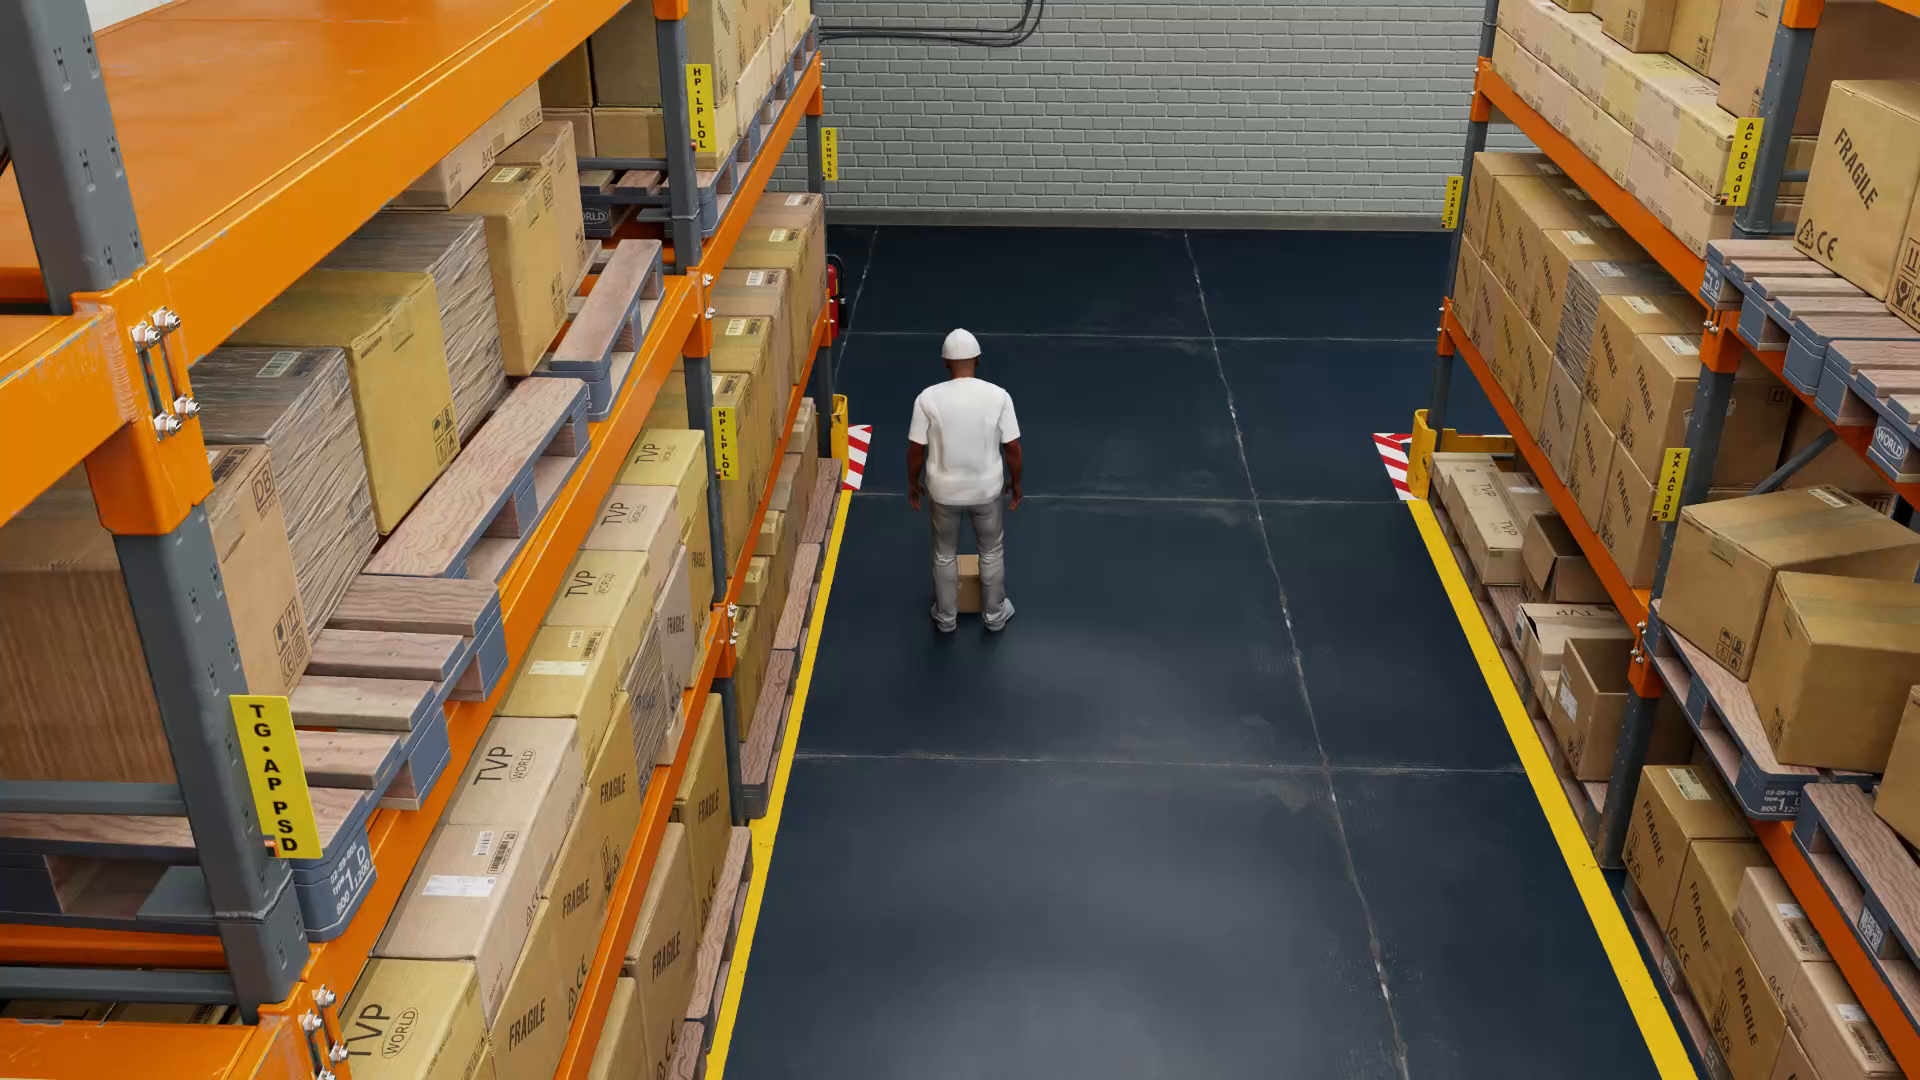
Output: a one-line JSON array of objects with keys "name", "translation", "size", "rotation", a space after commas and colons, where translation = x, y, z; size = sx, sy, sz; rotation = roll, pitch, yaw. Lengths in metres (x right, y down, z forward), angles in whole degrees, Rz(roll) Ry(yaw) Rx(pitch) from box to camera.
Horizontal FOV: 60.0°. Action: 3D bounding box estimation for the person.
[{"name": "person", "translation": [0.028, -0.308, 9.186], "size": [0.633, 1.760, 0.463], "rotation": [0, 28, 0]}]
